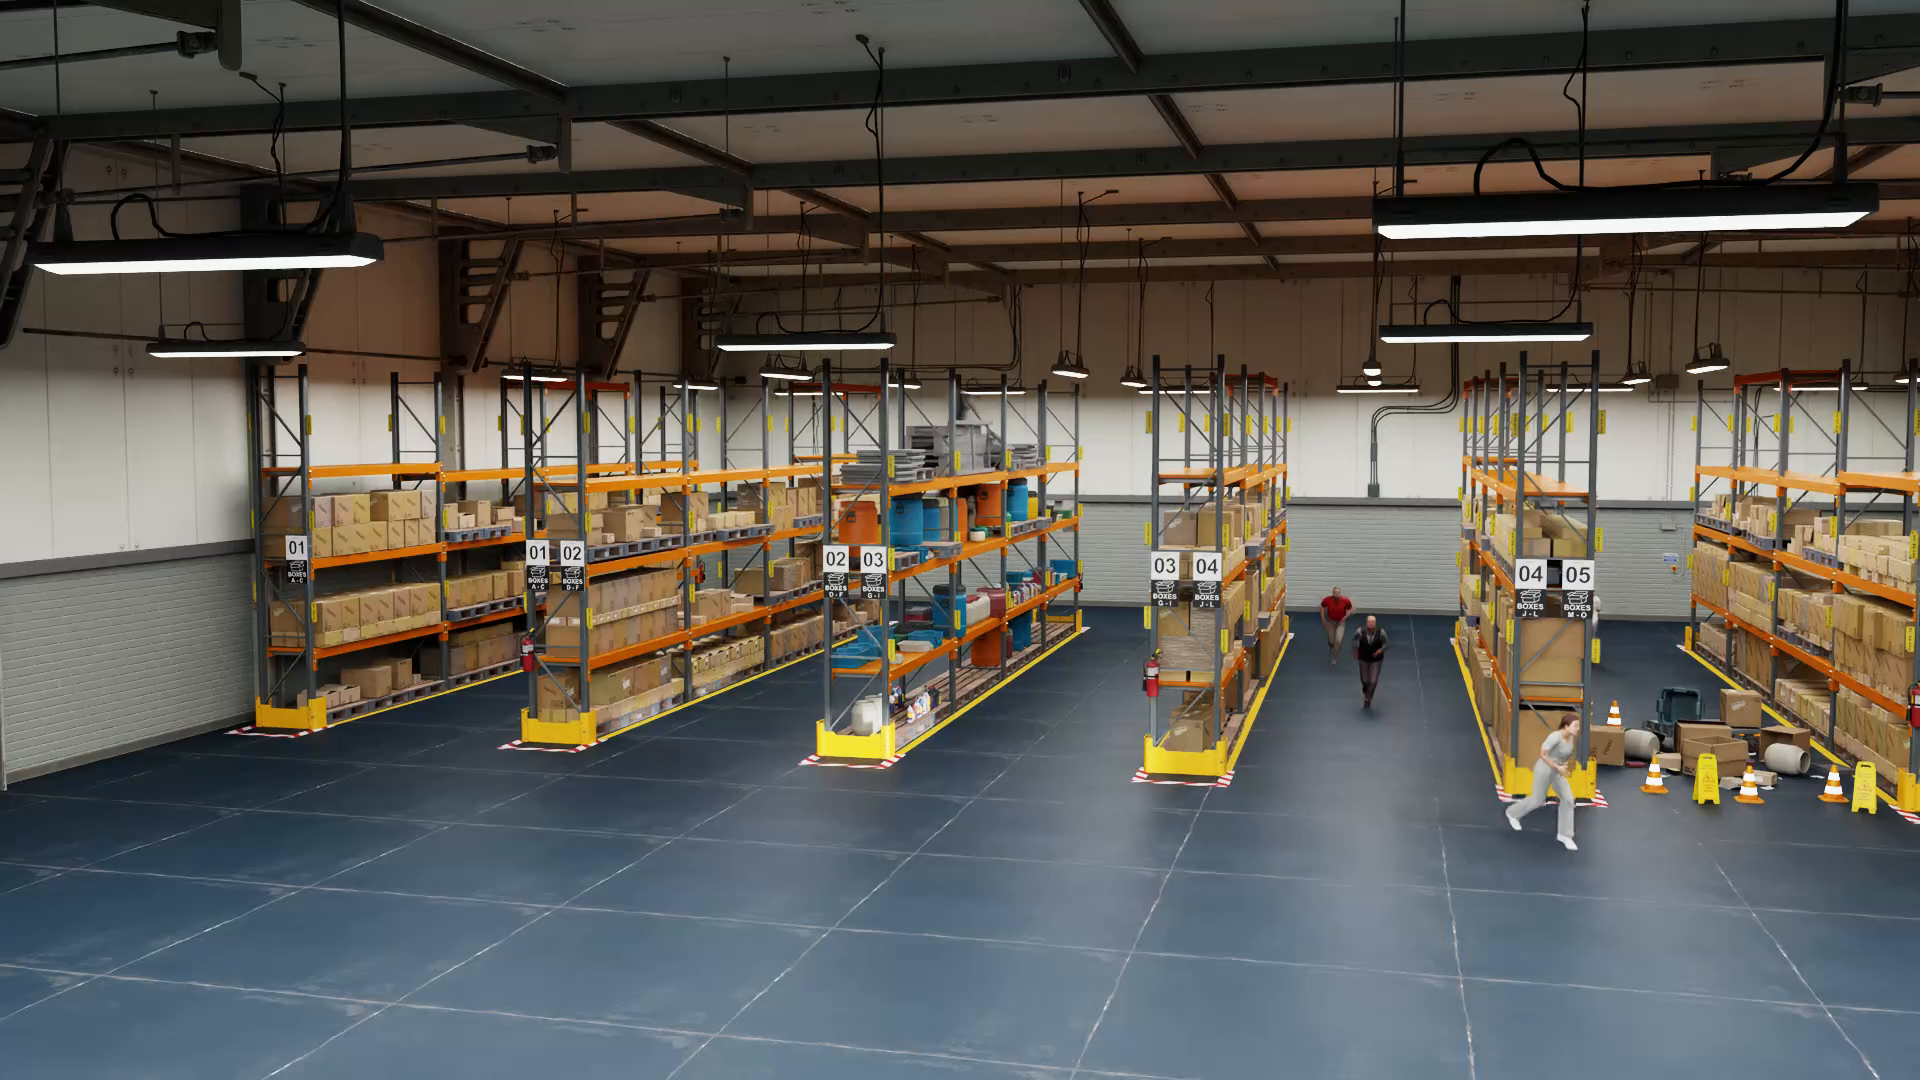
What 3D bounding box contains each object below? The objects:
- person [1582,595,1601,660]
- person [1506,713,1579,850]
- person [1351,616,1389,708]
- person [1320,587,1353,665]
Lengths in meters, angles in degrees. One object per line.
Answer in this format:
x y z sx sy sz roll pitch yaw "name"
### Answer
13.315 1.740 35.344 0.577 1.626 0.719 0 4 2 "person"
7.027 2.844 20.011 0.601 1.624 1.005 -3 5 -40 "person"
7.294 2.156 29.586 0.650 1.655 0.740 1 4 10 "person"
7.896 1.795 34.900 0.659 1.668 0.707 1 4 9 "person"
